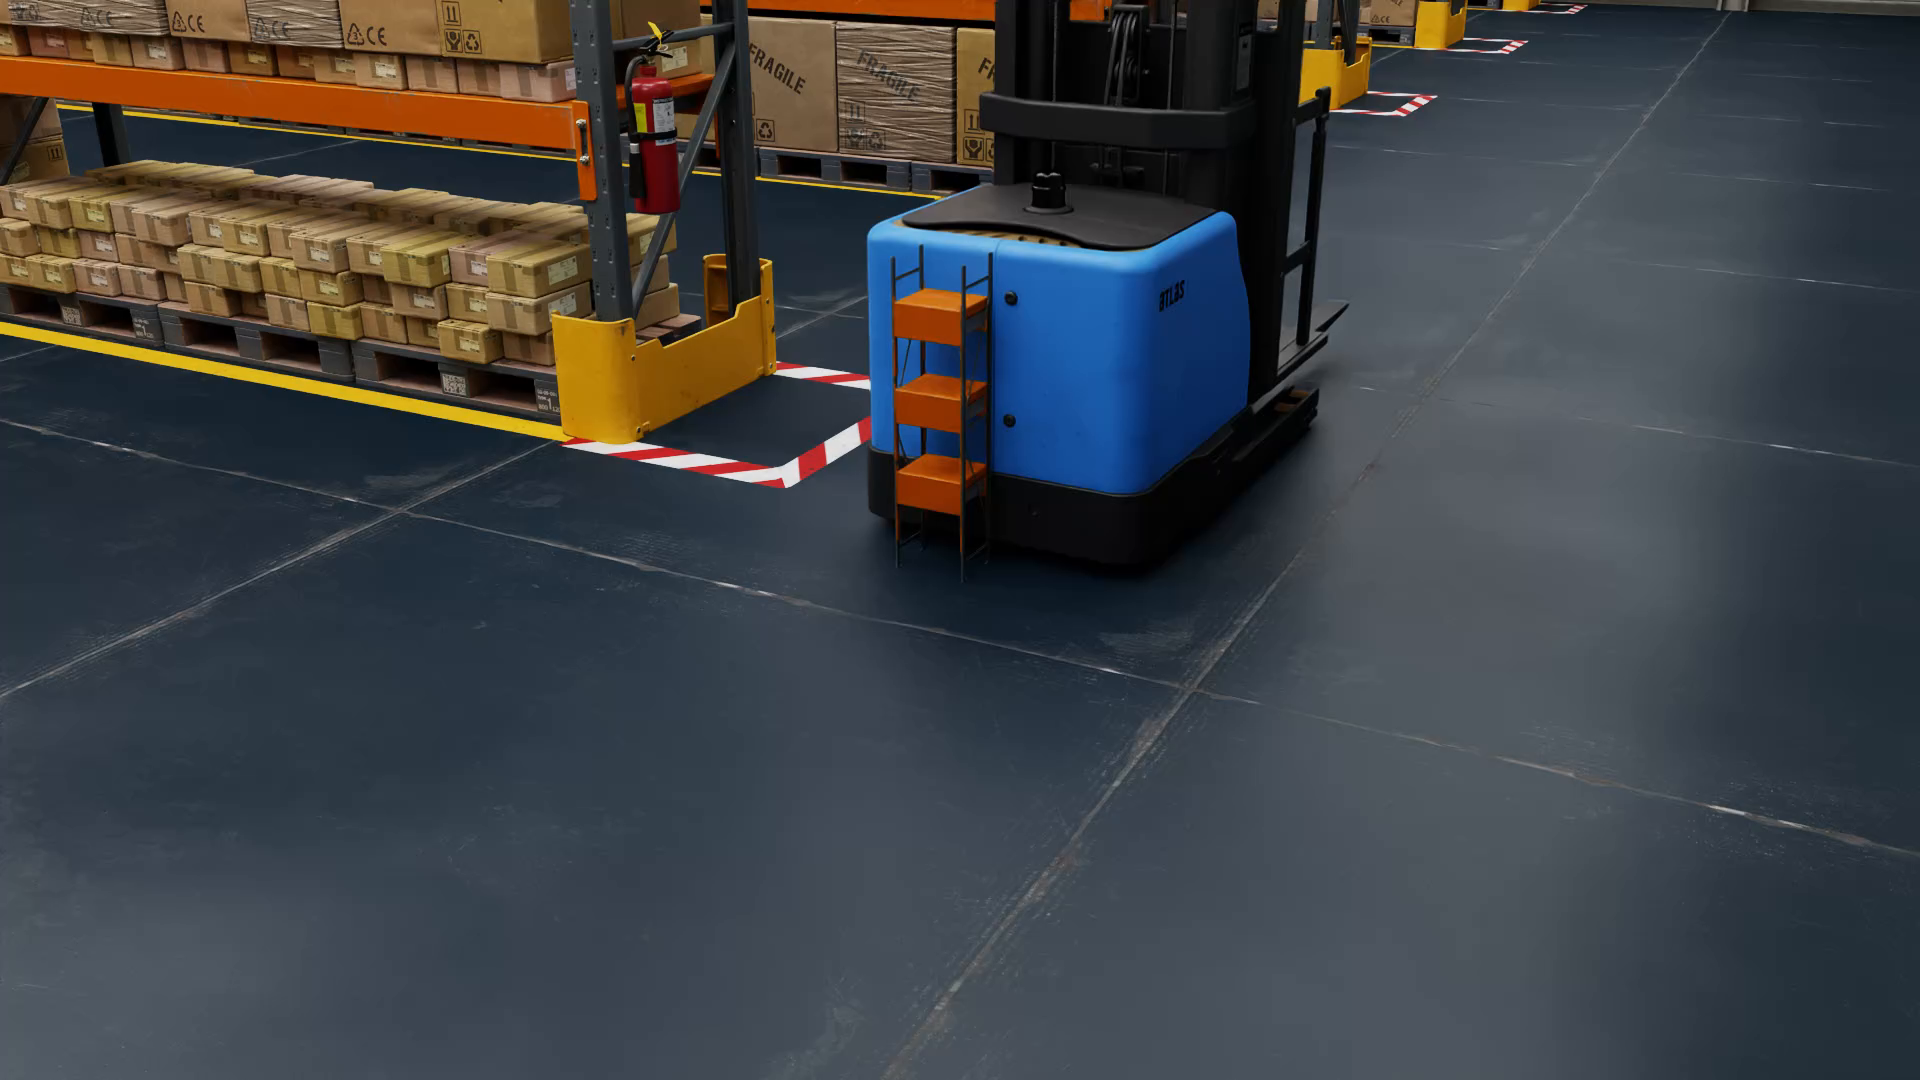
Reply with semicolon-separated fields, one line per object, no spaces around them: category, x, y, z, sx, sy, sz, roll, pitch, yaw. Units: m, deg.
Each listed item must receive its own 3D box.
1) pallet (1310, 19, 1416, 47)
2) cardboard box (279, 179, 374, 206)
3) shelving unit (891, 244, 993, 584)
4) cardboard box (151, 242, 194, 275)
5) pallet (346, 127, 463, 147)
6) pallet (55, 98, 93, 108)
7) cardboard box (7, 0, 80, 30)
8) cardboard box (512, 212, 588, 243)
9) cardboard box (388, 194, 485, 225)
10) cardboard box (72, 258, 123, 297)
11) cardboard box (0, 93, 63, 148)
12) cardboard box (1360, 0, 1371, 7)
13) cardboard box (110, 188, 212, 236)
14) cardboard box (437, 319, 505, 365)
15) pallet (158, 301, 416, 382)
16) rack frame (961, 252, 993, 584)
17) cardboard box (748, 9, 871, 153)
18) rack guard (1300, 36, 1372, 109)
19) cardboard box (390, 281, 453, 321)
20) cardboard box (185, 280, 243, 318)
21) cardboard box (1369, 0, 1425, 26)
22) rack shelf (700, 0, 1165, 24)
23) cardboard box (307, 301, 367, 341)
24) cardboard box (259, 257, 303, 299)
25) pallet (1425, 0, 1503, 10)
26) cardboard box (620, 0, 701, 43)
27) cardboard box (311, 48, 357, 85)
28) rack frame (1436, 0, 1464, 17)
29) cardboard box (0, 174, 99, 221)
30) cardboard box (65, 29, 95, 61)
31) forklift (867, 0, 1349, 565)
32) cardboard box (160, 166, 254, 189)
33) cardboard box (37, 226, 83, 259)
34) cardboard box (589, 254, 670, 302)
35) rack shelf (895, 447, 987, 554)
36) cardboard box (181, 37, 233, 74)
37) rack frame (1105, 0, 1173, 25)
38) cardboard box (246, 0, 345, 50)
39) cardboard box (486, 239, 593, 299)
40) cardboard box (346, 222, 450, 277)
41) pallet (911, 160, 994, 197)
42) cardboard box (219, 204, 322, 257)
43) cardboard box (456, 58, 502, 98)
pallet;4.862;-6.017;19.629;1.213;0.211;1.003;11;25;25
cardboard box;-3.097;-1.658;8.161;0.250;0.149;0.380;10;25;23
shelving unit;-0.056;-0.398;5.344;0.252;1.050;0.215;11;26;25
cardboard box;-3.576;-1.373;7.871;0.250;0.149;0.380;12;26;27
pallet;-4.216;-3.435;13.558;1.213;0.211;1.003;11;25;25
pallet;-7.752;-4.171;15.289;1.213;0.211;1.003;11;25;25
cardboard box;-3.956;-2.602;7.527;0.500;0.500;0.500;11;25;25
cardboard box;-1.774;-1.346;7.428;0.250;0.149;0.380;12;26;25
cardboard box;-2.443;-1.502;7.796;0.250;0.149;0.380;12;26;27
cardboard box;-4.066;-1.311;8.107;0.250;0.149;0.380;11;25;24
cardboard box;-5.269;-2.290;9.001;0.500;0.250;0.500;10;25;22
cardboard box;4.838;-6.367;19.840;0.500;0.250;0.500;11;25;25
cardboard box;-3.805;-1.566;7.946;0.250;0.149;0.380;10;25;23
cardboard box;-1.998;-0.884;7.103;0.250;0.149;0.380;12;26;26
pallet;-3.021;-1.075;8.008;1.213;0.211;1.003;11;25;25
rack frame;0.053;-0.376;5.292;0.008;1.050;0.200;11;26;25
cardboard box;-1.045;-3.306;11.869;0.875;0.875;0.875;11;25;25
rack guard;3.431;-4.267;15.145;0.348;0.500;1.175;11;25;25
cardboard box;-2.224;-1.076;7.173;0.250;0.149;0.380;10;25;22
cardboard box;-3.373;-1.169;7.773;0.250;0.149;0.380;10;25;23
cardboard box;5.045;-6.209;19.148;0.500;0.500;0.500;11;25;25
rack shelf;-0.616;-3.710;11.559;4.000;0.370;1.077;11;25;25
cardboard box;-2.678;-1.023;7.430;0.250;0.149;0.380;10;25;22
cardboard box;-2.912;-1.215;7.499;0.250;0.149;0.380;13;26;27
pallet;7.125;-7.708;23.605;1.213;0.211;1.003;11;25;25
cardboard box;-1.435;-2.332;6.892;0.500;0.500;0.500;13;26;27
cardboard box;-2.474;-2.006;6.955;0.250;0.149;0.380;10;25;22
rack frame;5.642;-7.147;18.722;0.127;3.000;1.000;11;25;25
cardboard box;-4.515;-1.701;8.263;0.250;0.149;0.380;12;26;27
cardboard box;-3.858;-2.301;7.649;0.250;0.149;0.380;10;25;22
forklift;0.817;-1.806;6.252;1.130;2.935;3.031;12;26;26
cardboard box;-3.823;-1.790;8.472;0.250;0.149;0.380;11;25;24
cardboard box;-4.284;-1.508;8.190;0.250;0.149;0.380;11;26;25
cardboard box;-1.511;-1.173;7.402;0.250;0.149;0.380;12;26;27
rack shelf;-0.056;-0.132;5.457;0.240;0.259;0.215;11;26;25
cardboard box;-3.167;-2.153;7.300;0.250;0.149;0.380;12;26;27
rack frame;1.169;-3.687;10.588;0.127;3.000;1.000;11;25;25
cardboard box;-2.591;-2.324;6.875;0.500;0.500;0.500;11;26;25
cardboard box;-1.746;-1.133;6.927;0.250;0.149;0.380;12;26;25
cardboard box;-2.435;-1.267;7.242;0.250;0.149;0.380;10;25;22
pallet;0.420;-2.518;11.401;1.213;0.211;1.003;11;25;25
cardboard box;-3.132;-1.416;7.594;0.250;0.149;0.380;11;26;25
cardboard box;-1.783;-1.873;6.643;0.250;0.149;0.380;11;25;24
